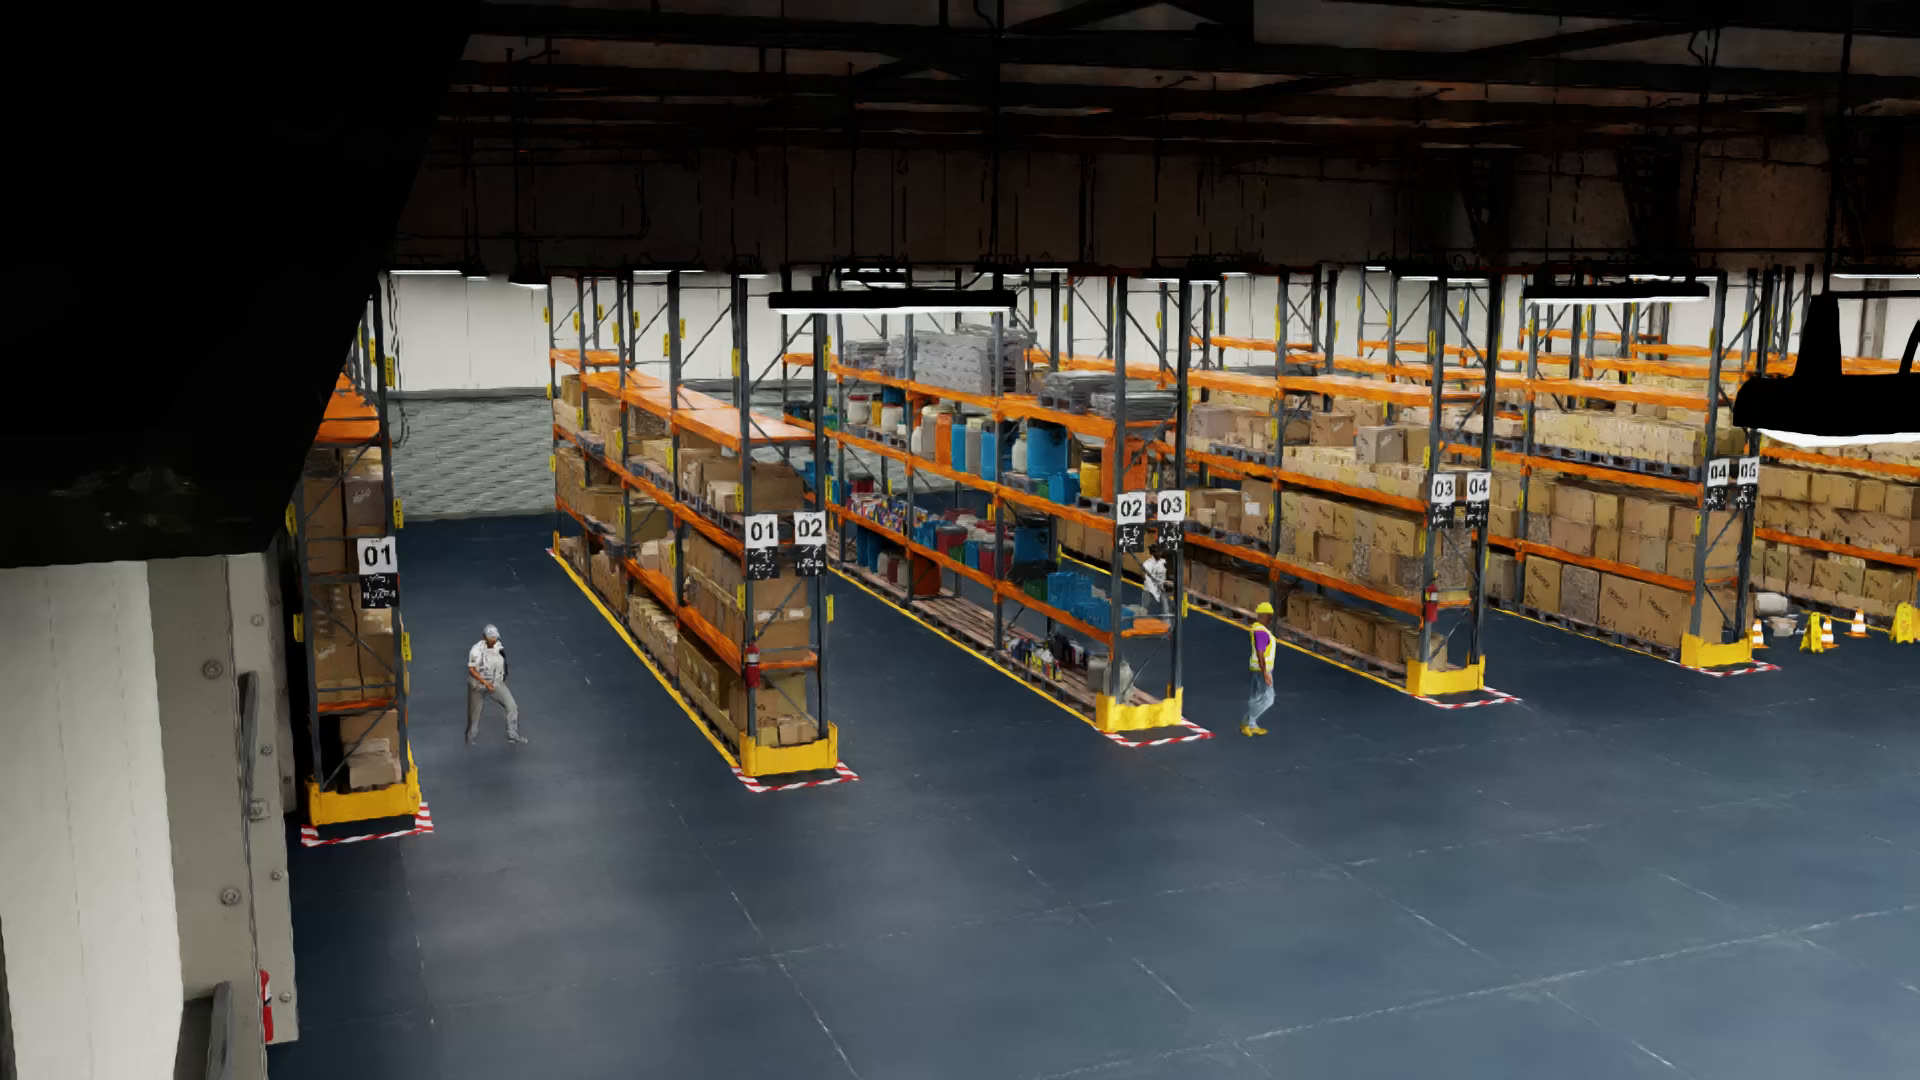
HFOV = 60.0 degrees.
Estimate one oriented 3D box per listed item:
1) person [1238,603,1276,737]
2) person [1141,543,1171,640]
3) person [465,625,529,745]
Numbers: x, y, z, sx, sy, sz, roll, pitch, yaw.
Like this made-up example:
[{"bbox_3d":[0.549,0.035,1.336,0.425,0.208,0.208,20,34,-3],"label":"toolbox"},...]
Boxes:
[{"bbox_3d":[3.894,1.698,21.782,0.463,1.756,0.720,1,10,8],"label":"person"},{"bbox_3d":[3.194,0.814,27.205,0.483,1.621,0.994,-6,11,-29],"label":"person"},{"bbox_3d":[-6.046,1.855,21.397,0.655,1.602,0.767,-9,13,-42],"label":"person"}]
